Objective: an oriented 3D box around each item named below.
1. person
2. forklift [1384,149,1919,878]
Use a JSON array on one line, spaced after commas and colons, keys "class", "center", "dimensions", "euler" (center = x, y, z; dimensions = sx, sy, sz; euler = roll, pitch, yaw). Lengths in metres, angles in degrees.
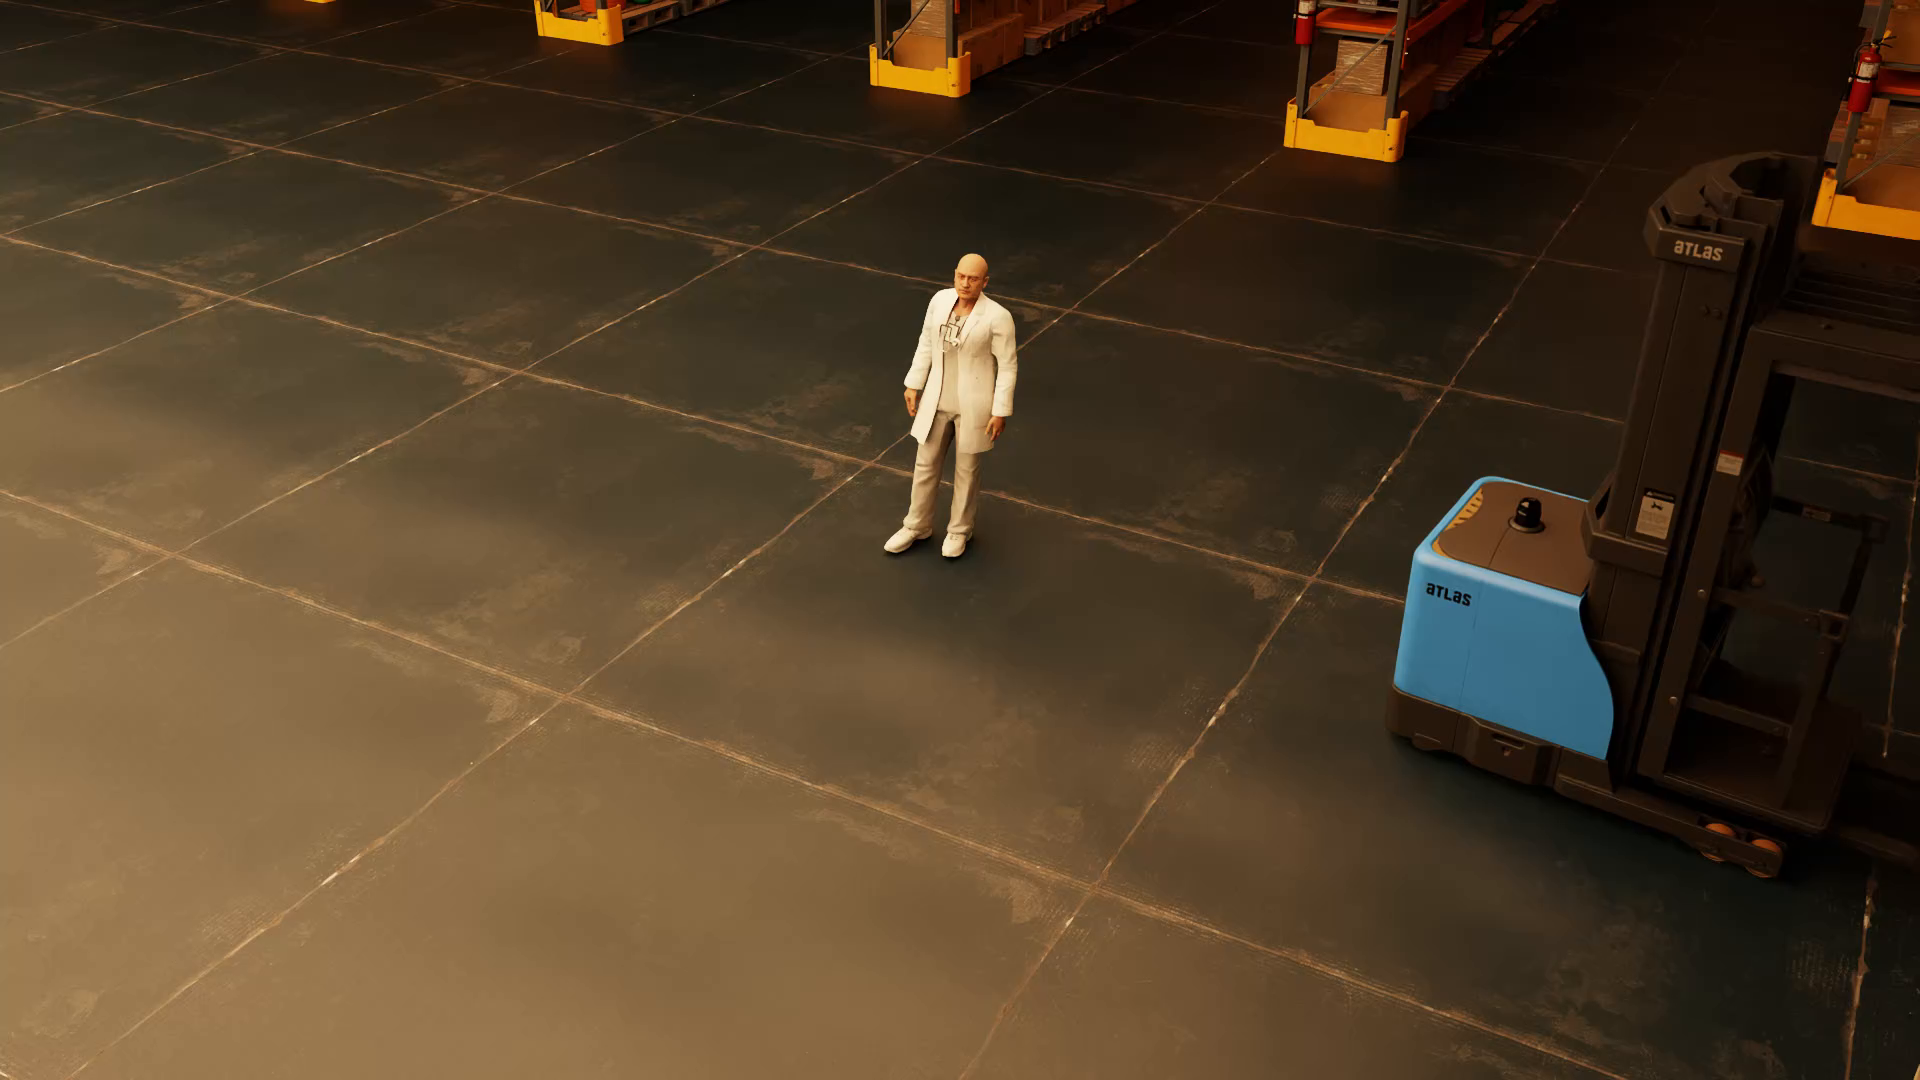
[{"class": "person", "center": [-0.048, -0.737, 9.487], "dimensions": [0.696, 1.778, 0.578], "euler": [15, 33, 25]}, {"class": "forklift", "center": [3.621, -0.072, 7.196], "dimensions": [3.031, 2.935, 1.130], "euler": [19, 35, 29]}]
